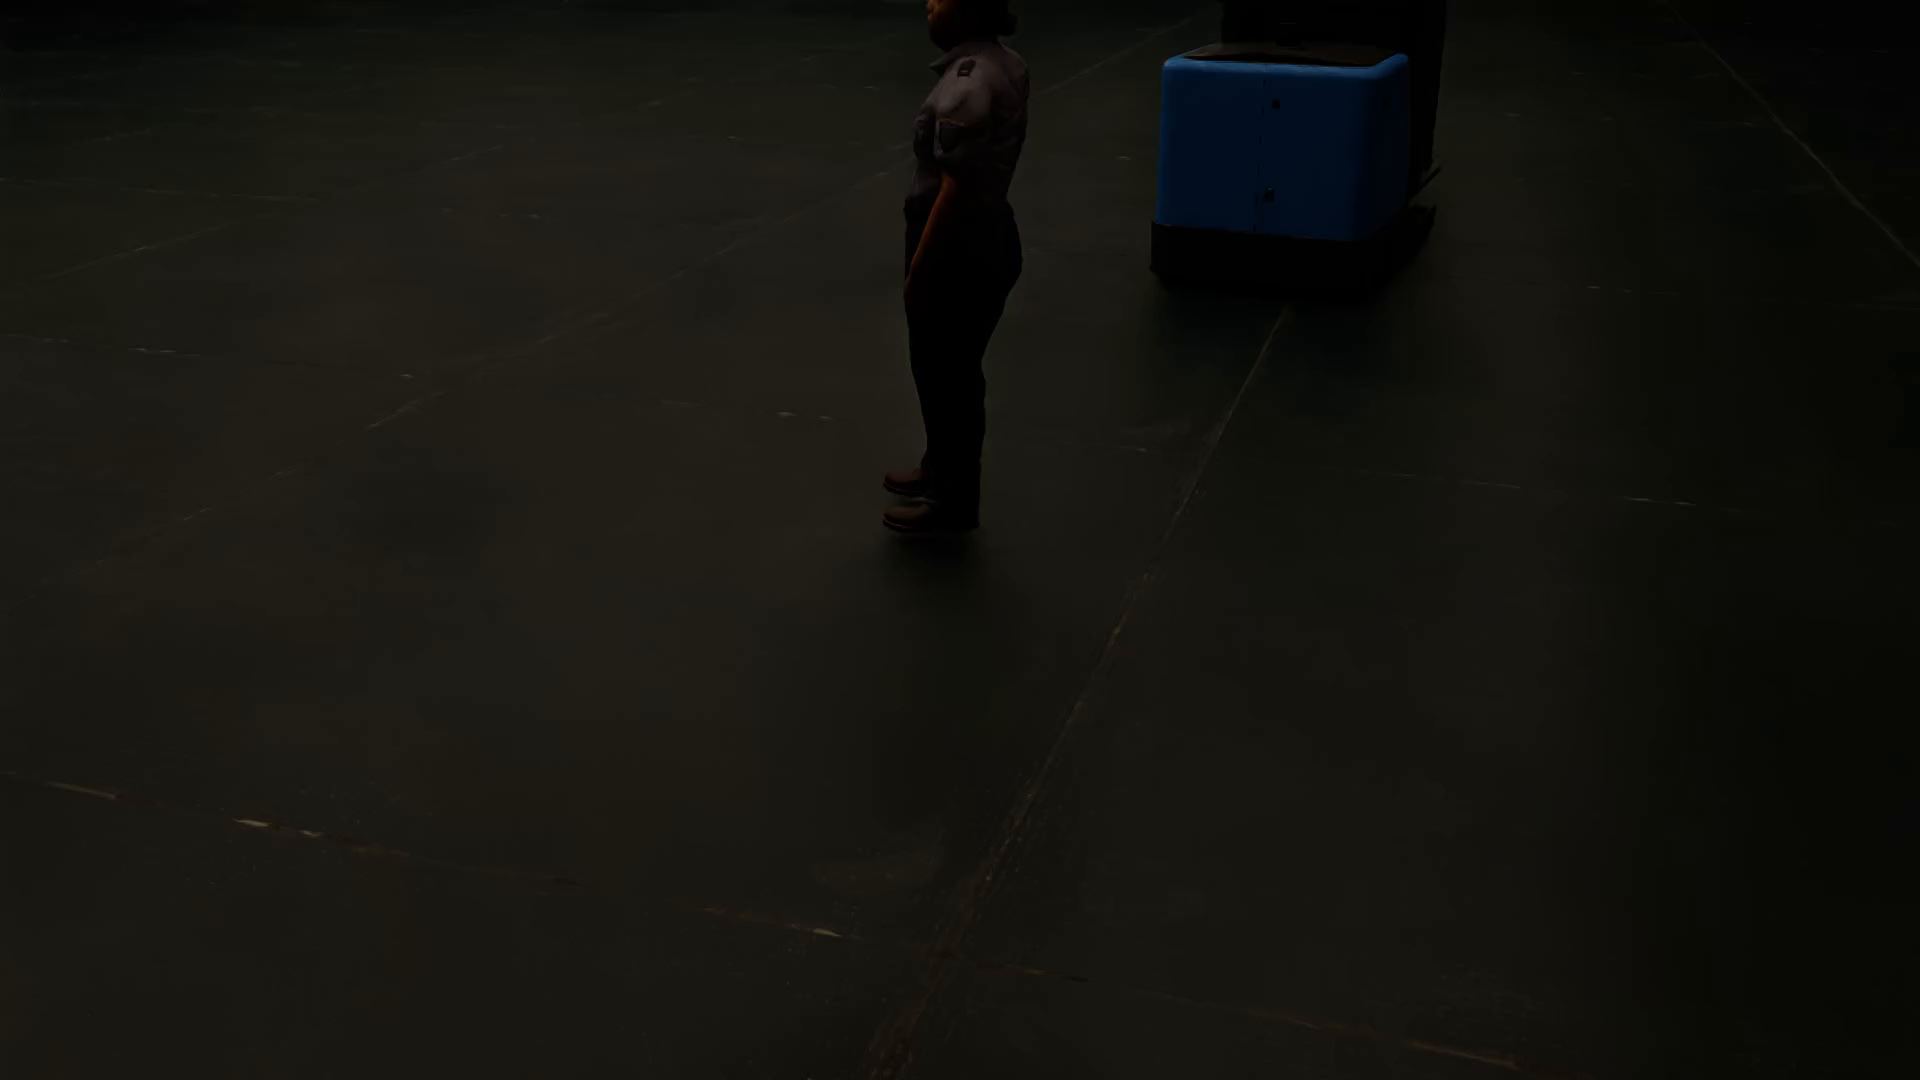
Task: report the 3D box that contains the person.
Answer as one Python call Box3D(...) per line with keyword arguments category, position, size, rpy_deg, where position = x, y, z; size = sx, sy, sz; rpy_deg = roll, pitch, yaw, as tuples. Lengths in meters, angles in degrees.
Box3D(category="person", position=(-0.078, -0.823, 4.833), size=(0.503, 1.650, 0.599), rpy_deg=(7, 23, 16))

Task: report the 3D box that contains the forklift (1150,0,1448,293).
Box3D(category="forklift", position=(1.991, -3.035, 8.630), size=(1.130, 2.935, 3.031), rpy_deg=(10, 24, 22))
